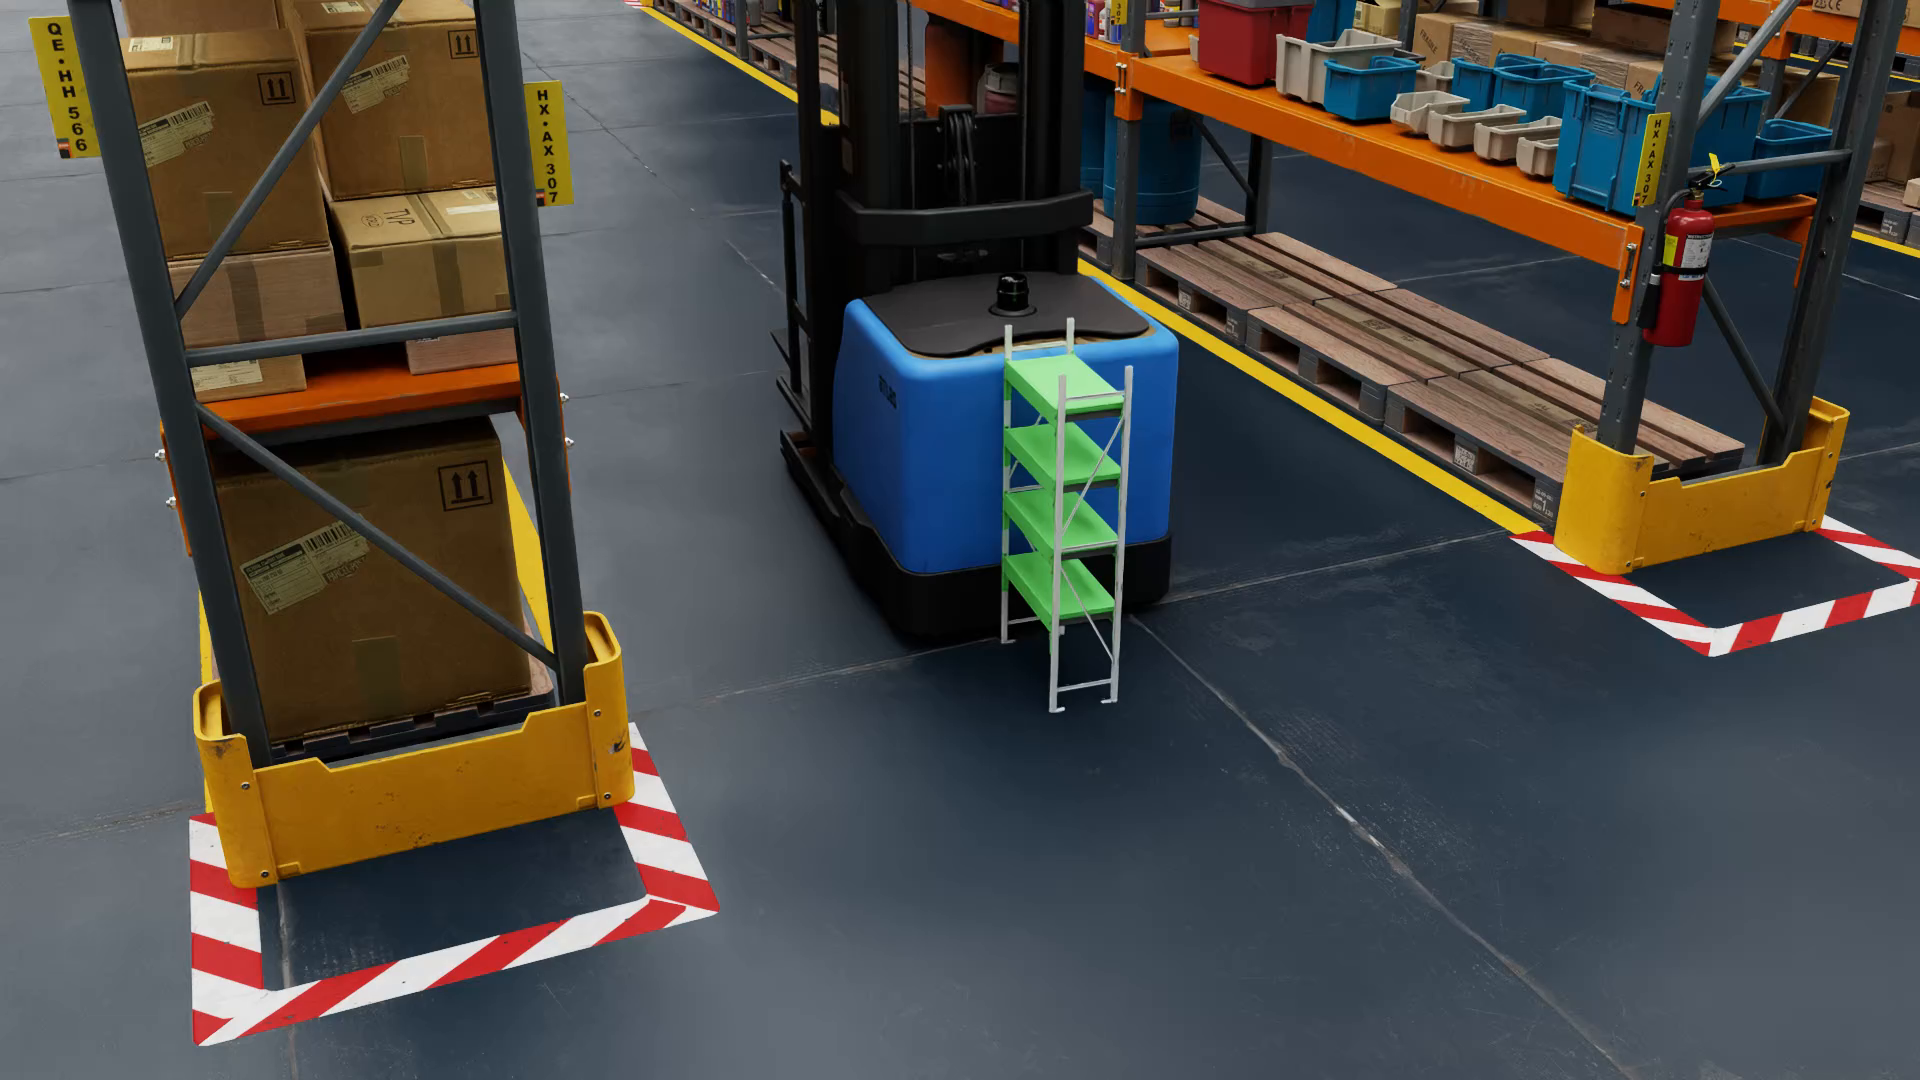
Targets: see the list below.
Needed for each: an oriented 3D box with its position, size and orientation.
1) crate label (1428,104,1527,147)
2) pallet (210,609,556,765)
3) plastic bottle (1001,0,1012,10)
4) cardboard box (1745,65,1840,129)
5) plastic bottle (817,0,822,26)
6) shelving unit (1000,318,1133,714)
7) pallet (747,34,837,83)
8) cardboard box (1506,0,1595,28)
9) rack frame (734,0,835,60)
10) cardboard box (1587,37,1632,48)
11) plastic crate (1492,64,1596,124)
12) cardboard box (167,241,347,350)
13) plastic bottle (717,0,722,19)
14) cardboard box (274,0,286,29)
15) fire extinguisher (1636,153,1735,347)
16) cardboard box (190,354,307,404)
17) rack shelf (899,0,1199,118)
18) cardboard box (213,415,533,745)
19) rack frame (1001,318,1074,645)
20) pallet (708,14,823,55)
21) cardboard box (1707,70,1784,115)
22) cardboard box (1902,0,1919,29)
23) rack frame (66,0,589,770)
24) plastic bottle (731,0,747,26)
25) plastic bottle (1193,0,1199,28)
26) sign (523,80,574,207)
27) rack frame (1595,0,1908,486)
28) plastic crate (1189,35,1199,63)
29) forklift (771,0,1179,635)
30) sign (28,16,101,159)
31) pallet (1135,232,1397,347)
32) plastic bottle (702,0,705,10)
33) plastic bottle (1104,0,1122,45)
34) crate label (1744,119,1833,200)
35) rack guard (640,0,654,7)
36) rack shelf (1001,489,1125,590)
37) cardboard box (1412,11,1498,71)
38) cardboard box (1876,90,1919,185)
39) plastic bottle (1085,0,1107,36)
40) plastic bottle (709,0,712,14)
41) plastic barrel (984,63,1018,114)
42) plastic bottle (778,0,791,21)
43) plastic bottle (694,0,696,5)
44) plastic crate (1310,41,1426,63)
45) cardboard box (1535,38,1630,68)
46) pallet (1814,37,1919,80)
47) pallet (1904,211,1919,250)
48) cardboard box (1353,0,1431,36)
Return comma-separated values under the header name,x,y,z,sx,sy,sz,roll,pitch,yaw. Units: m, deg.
name,x,y,z,sx,sy,sz,roll,pitch,yaw
crate label,2.240,-1.813,7.276,0.396,0.136,0.243,-11,28,-21
pallet,-1.985,0.417,5.656,1.003,0.211,1.213,-11,28,-21
plastic bottle,0.322,-3.629,10.896,0.061,0.283,0.133,-11,28,-21
cardboard box,5.985,-3.154,12.139,0.500,0.500,0.500,-12,28,-23
plastic bottle,-1.464,-5.398,16.996,0.097,0.271,0.097,0,26,0
shelving unit,0.339,-0.080,5.545,0.258,1.200,0.503,-8,27,-16
pallet,-1.399,-4.659,16.052,1.003,0.211,1.213,-11,28,-21
cardboard box,4.992,-4.510,14.060,0.500,0.250,0.500,-9,28,-19
rack frame,-1.742,-6.223,16.076,1.000,3.000,0.127,-11,28,-21
cardboard box,5.379,-3.775,13.410,0.500,0.500,0.500,-12,28,-23
plastic crate,2.648,-2.018,7.586,0.416,0.233,0.300,-11,28,-21
cardboard box,-2.034,-0.744,4.686,0.500,0.250,0.500,-11,28,-21
plastic bottle,-2.461,-5.648,17.418,0.144,0.351,0.185,-11,28,-21
cardboard box,-2.548,-2.203,6.820,0.500,0.500,0.500,-10,28,-20
fire extinguisher,2.598,-1.037,5.968,0.296,0.674,0.183,-11,28,-21
cardboard box,-2.042,-0.502,4.645,0.380,0.149,0.250,-10,28,-20
rack shelf,0.608,-3.477,11.273,1.077,0.370,4.000,-11,28,-21
cardboard box,-1.924,-0.006,5.286,0.875,0.875,0.875,-11,28,-21
rack frame,0.263,-0.181,5.754,0.240,1.200,0.015,-8,27,-16
pallet,-1.967,-5.248,17.258,1.003,0.211,1.213,-11,28,-21
cardboard box,5.493,-3.067,11.960,0.500,0.500,0.500,-11,28,-21
cardboard box,6.102,-3.429,10.240,0.500,0.500,0.500,-10,28,-20
rack frame,-1.600,-0.527,4.411,1.000,3.000,0.127,-11,28,-21
plastic bottle,-2.260,-5.440,16.992,0.144,0.351,0.185,-11,28,-22
plastic bottle,1.487,-3.293,10.223,0.097,0.271,0.097,0,26,0
sign,-1.087,-1.045,4.394,0.100,0.325,0.005,-11,28,-21
rack frame,2.957,-1.378,6.154,1.000,3.000,0.127,-11,28,-21
plastic crate,1.442,-2.689,9.071,0.396,0.136,0.243,-11,28,-21
forklift,-0.162,-1.604,6.695,1.130,2.935,3.031,-8,27,-16
sign,-2.105,-1.066,3.926,0.100,0.325,0.005,-11,28,-21
pallet,1.715,-1.450,9.479,1.003,0.211,1.213,-11,28,-21
plastic bottle,-2.751,-5.885,17.993,0.097,0.271,0.097,0,26,0
plastic bottle,0.939,-3.041,9.701,0.152,0.276,0.135,-11,28,-21
crate label,3.164,-1.486,6.498,0.416,0.233,0.303,-11,28,-21
rack guard,-3.236,-6.692,19.886,1.175,0.500,0.348,-11,28,-21
rack shelf,0.339,-0.022,5.573,0.258,0.148,0.480,-8,27,-16
cardboard box,4.299,-4.299,14.484,0.500,0.500,0.500,-9,28,-18
cardboard box,6.434,-2.736,11.282,0.500,0.500,0.500,-11,28,-21
plastic bottle,0.796,-3.188,10.003,0.152,0.276,0.135,-11,28,-21
plastic bottle,-2.633,-5.763,17.743,0.097,0.271,0.097,0,26,0
plastic barrel,0.474,-3.062,11.873,0.600,0.588,0.708,-11,28,-21
plastic bottle,-1.809,-5.602,17.323,0.144,0.351,0.185,-11,28,-21
plastic bottle,-2.885,-6.024,18.277,0.097,0.271,0.097,0,26,0
plastic crate,2.076,-2.491,8.678,0.437,0.125,0.590,-11,28,-21
cardboard box,4.910,-3.675,13.207,0.500,0.500,0.500,-12,28,-22
pallet,9.180,-4.726,16.189,1.003,0.211,1.213,-11,28,-21
pallet,6.700,-1.819,10.235,1.003,0.211,1.213,-11,28,-21
cardboard box,3.952,-4.832,15.243,0.500,0.311,0.500,-10,28,-19
